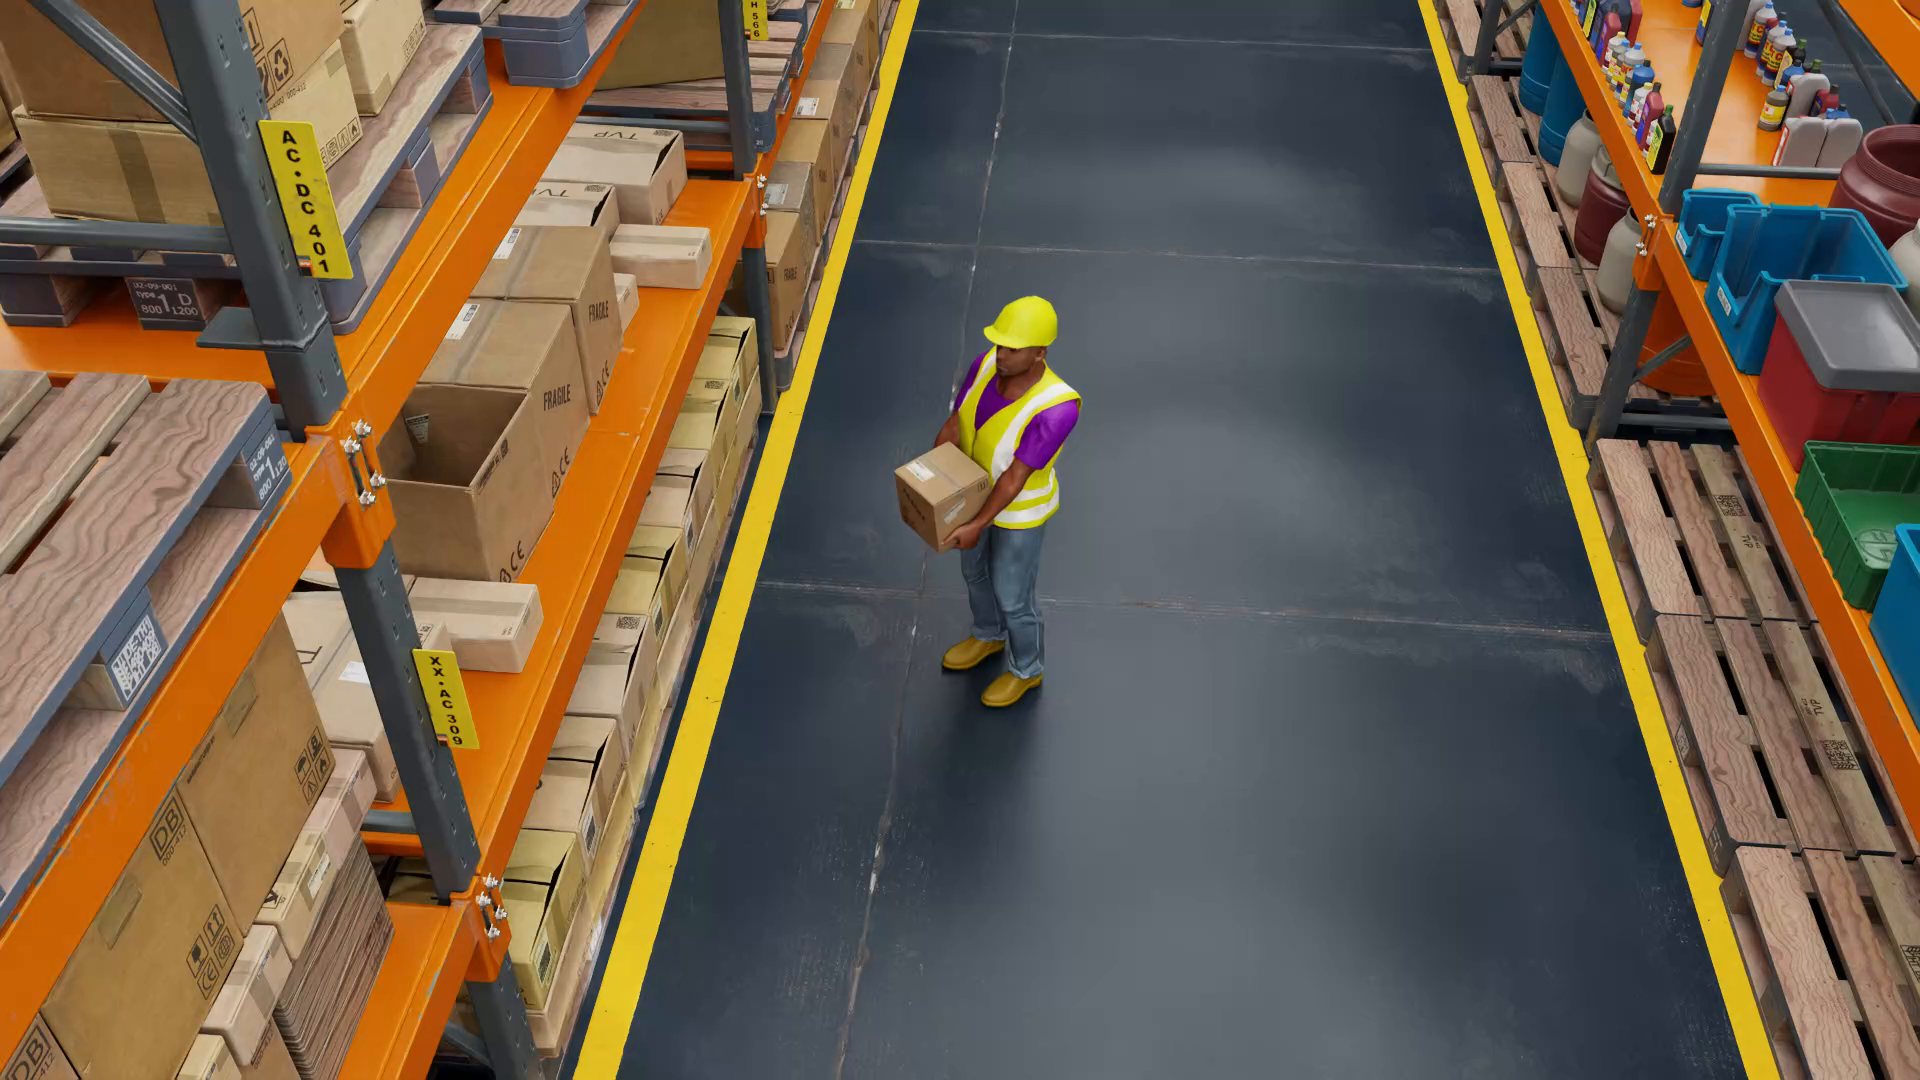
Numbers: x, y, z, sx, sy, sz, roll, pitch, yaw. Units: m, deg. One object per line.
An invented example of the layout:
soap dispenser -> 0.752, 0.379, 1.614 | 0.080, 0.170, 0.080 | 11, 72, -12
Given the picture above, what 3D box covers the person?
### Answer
person -> 0.123, -0.135, 6.285 | 0.574, 1.768, 0.665 | -26, 46, -28
